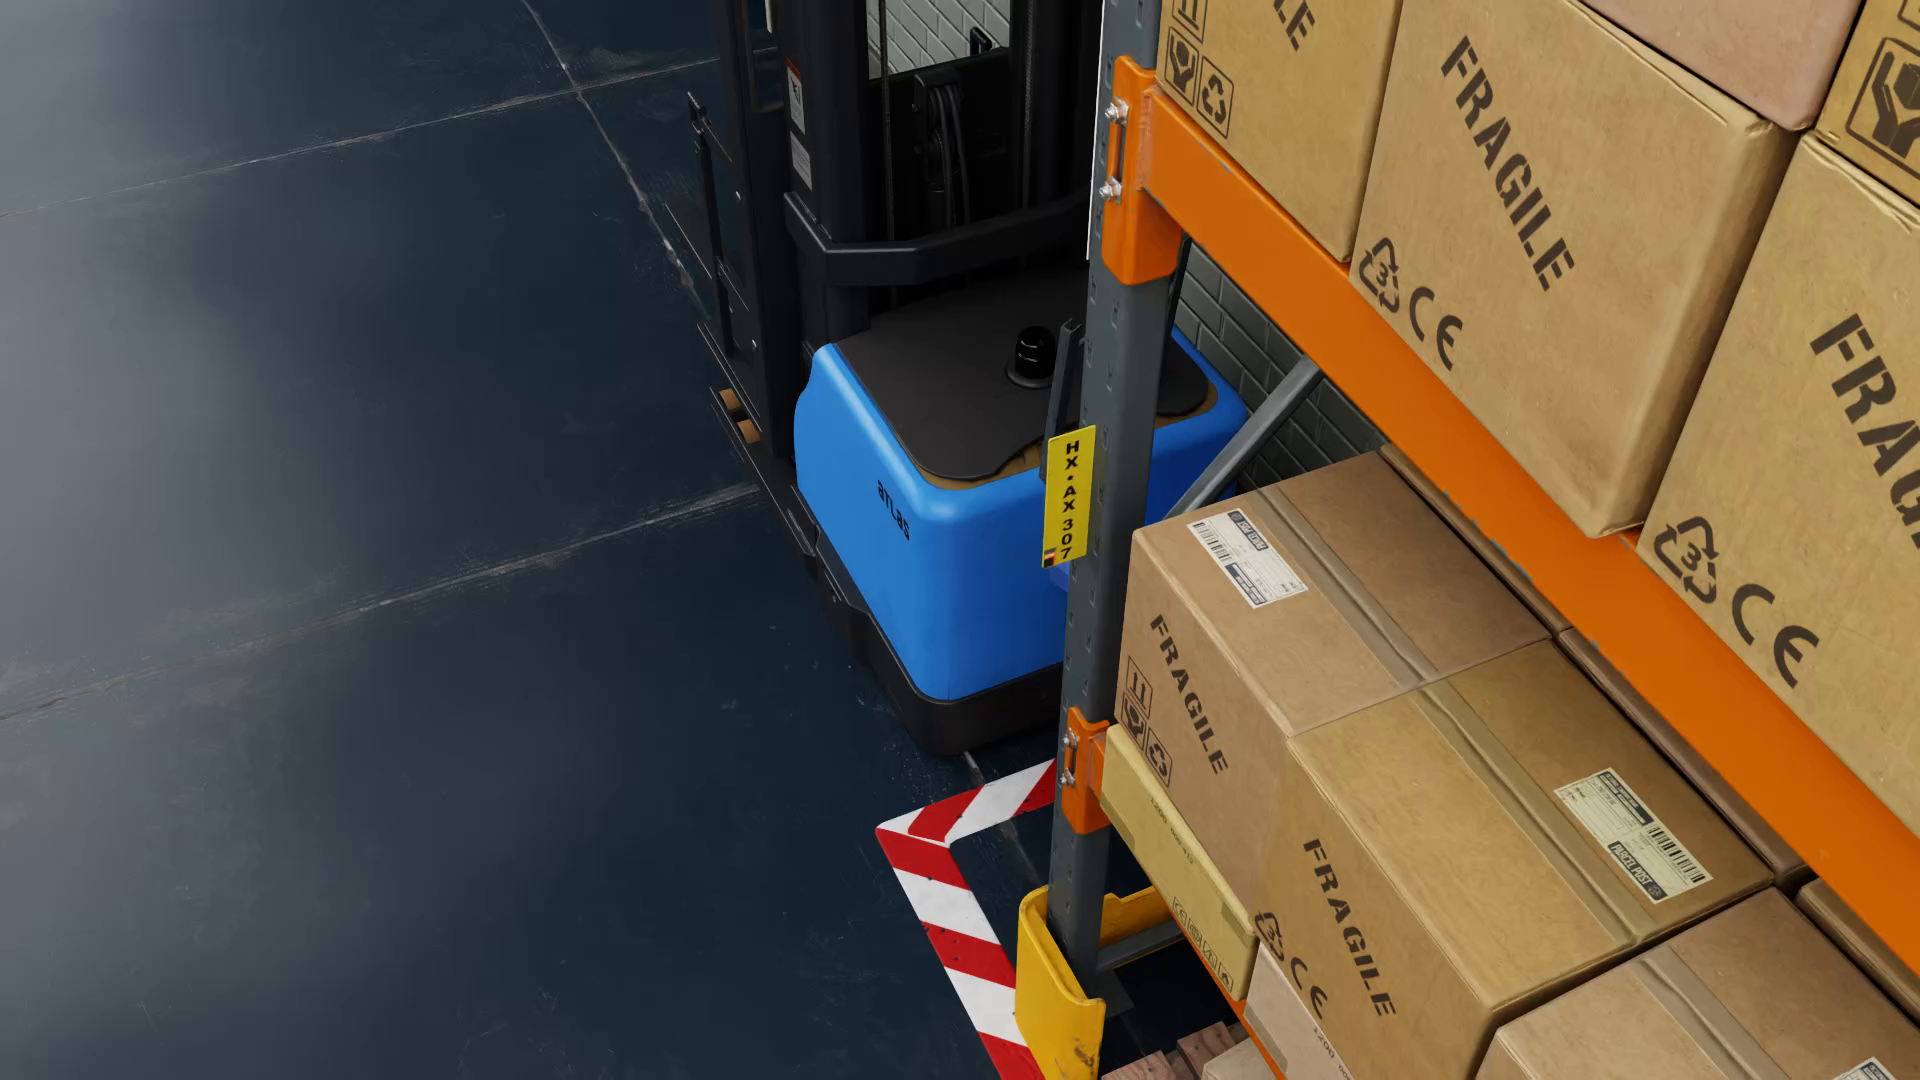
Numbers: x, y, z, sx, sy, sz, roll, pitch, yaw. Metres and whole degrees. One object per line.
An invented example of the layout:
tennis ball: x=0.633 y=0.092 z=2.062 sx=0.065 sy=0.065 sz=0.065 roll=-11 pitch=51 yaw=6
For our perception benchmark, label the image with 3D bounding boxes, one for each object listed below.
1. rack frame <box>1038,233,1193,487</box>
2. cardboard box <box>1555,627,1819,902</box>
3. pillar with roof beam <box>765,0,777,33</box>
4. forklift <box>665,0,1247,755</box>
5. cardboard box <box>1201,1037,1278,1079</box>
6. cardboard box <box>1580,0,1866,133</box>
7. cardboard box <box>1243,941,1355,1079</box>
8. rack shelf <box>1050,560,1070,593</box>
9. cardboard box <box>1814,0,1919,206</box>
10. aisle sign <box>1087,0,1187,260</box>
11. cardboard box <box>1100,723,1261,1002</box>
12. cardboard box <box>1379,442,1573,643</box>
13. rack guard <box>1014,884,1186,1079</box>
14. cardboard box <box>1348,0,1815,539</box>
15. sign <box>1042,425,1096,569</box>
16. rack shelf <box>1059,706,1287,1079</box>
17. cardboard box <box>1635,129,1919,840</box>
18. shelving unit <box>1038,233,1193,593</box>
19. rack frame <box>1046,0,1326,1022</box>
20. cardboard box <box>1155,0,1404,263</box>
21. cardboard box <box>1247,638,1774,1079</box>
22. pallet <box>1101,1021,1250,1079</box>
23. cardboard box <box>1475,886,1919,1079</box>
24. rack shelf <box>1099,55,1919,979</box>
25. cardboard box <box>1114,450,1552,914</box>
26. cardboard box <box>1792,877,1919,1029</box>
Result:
rack frame: x=0.370 y=-0.182 z=4.672 sx=0.032 sy=1.500 sz=0.500 roll=36 pitch=58 yaw=22
cardboard box: x=1.289 y=0.412 z=2.755 sx=0.500 sy=0.500 sz=0.500 roll=-17 pitch=47 yaw=-17
pillar with roof beam: x=-4.654 y=-4.426 z=3.828 sx=9.100 sy=9.000 sz=0.400 roll=-18 pitch=47 yaw=-17
forklift: x=-0.266 y=-1.439 z=5.122 sx=1.130 sy=2.935 sz=3.031 roll=-18 pitch=48 yaw=-18
cardboard box: x=0.905 y=1.339 z=3.858 sx=0.500 sy=0.311 sz=0.500 roll=-23 pitch=49 yaw=-22
cardboard box: x=0.802 y=-0.743 z=1.434 sx=0.500 sy=0.500 sz=0.500 roll=-19 pitch=48 yaw=-18
cardboard box: x=0.844 y=0.849 z=2.846 sx=0.500 sy=0.250 sz=0.500 roll=-19 pitch=48 yaw=-19
rack shelf: x=0.740 y=0.208 z=4.626 sx=1.000 sy=0.185 sz=0.538 roll=36 pitch=58 yaw=22
cardboard box: x=1.028 y=-0.420 z=1.107 sx=0.500 sy=0.500 sz=0.500 roll=-17 pitch=47 yaw=-16
aisle sign: x=0.393 y=-0.811 z=2.585 sx=0.394 sy=0.787 sz=0.004 roll=-18 pitch=47 yaw=-17
cardboard box: x=0.612 y=0.523 z=3.177 sx=0.500 sy=0.250 sz=0.500 roll=-19 pitch=48 yaw=-19
cardboard box: x=1.086 y=0.088 z=3.083 sx=0.500 sy=0.500 sz=0.500 roll=-19 pitch=48 yaw=-18
rack guard: x=0.727 y=1.010 z=4.371 sx=1.175 sy=0.500 sz=0.348 roll=-18 pitch=47 yaw=-17
cardboard box: x=0.803 y=-0.399 z=1.798 sx=0.500 sy=0.500 sz=0.500 roll=-15 pitch=47 yaw=-15
sign: x=0.203 y=-0.076 z=3.075 sx=0.100 sy=0.325 sz=0.005 roll=-18 pitch=47 yaw=-17
rack shelf: x=1.536 y=1.602 z=2.503 sx=1.077 sy=0.370 sz=4.000 roll=-18 pitch=47 yaw=-17
cardboard box: x=1.024 y=-0.070 z=1.464 sx=0.500 sy=0.500 sz=0.500 roll=-16 pitch=47 yaw=-16
shelving unit: x=0.751 y=0.097 z=4.484 sx=1.048 sy=1.500 sz=0.538 roll=36 pitch=58 yaw=22
rack frame: x=0.695 y=0.072 z=3.542 sx=1.000 sy=3.000 sz=0.127 roll=-18 pitch=47 yaw=-17
cardboard box: x=0.609 y=-0.752 z=2.155 sx=0.500 sy=0.500 sz=0.500 roll=-17 pitch=47 yaw=-16
cardboard box: x=0.822 y=0.562 z=2.604 sx=0.500 sy=0.500 sz=0.500 roll=-18 pitch=47 yaw=-17
pallet: x=1.037 y=1.641 z=3.937 sx=1.003 sy=0.211 sz=1.213 roll=-18 pitch=47 yaw=-17
cardboard box: x=1.034 y=0.893 z=2.268 sx=0.500 sy=0.500 sz=0.500 roll=-20 pitch=48 yaw=-19
rack shelf: x=1.536 y=0.534 z=1.449 sx=1.077 sy=0.370 sz=4.000 roll=-18 pitch=47 yaw=-17
cardboard box: x=0.623 y=0.244 z=2.926 sx=0.500 sy=0.500 sz=0.500 roll=-18 pitch=47 yaw=-17
cardboard box: x=1.510 y=0.740 z=2.423 sx=0.500 sy=0.500 sz=0.500 roll=-19 pitch=48 yaw=-18
